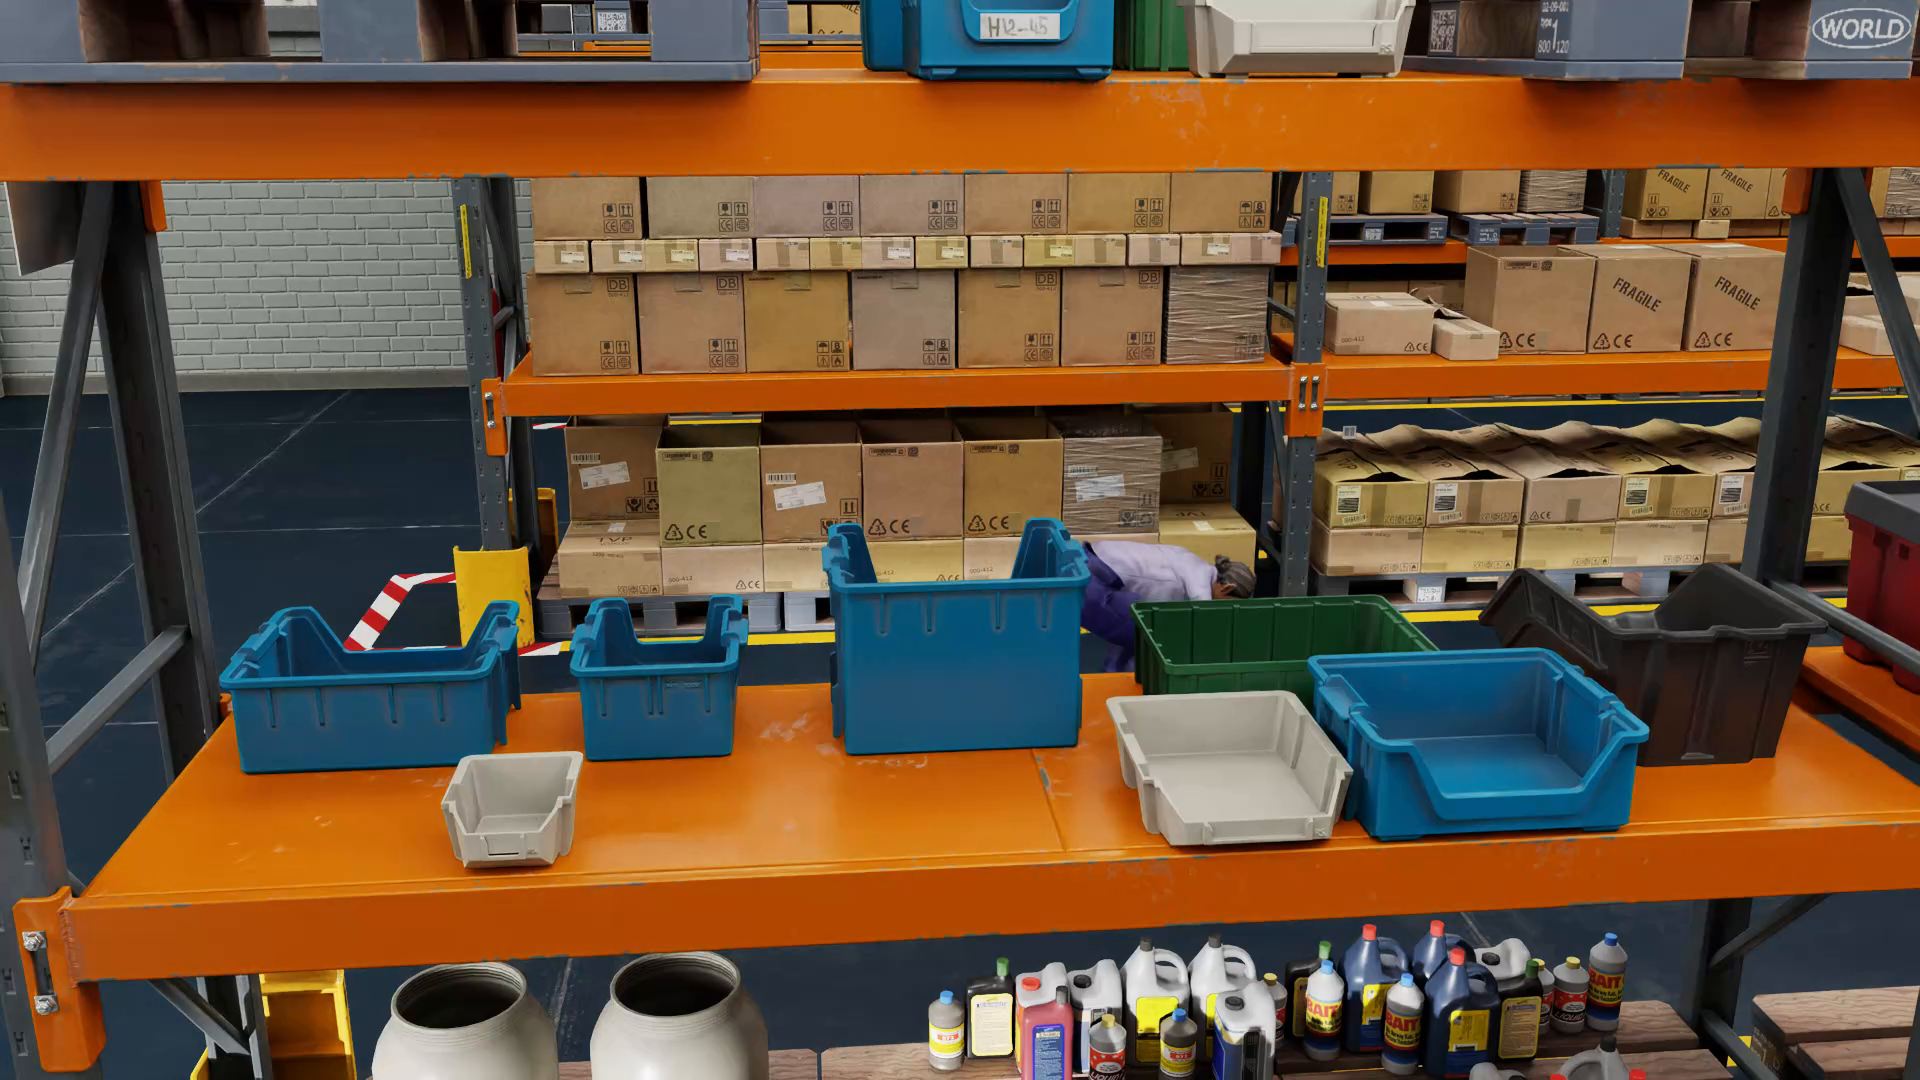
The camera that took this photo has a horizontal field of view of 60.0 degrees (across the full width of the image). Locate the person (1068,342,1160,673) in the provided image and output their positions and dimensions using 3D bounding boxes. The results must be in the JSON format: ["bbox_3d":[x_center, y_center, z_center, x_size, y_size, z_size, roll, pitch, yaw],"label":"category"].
[{"bbox_3d":[0.703,-0.022,7.120,0.390,1.655,0.524,-2,17,-7],"label":"person"}]
